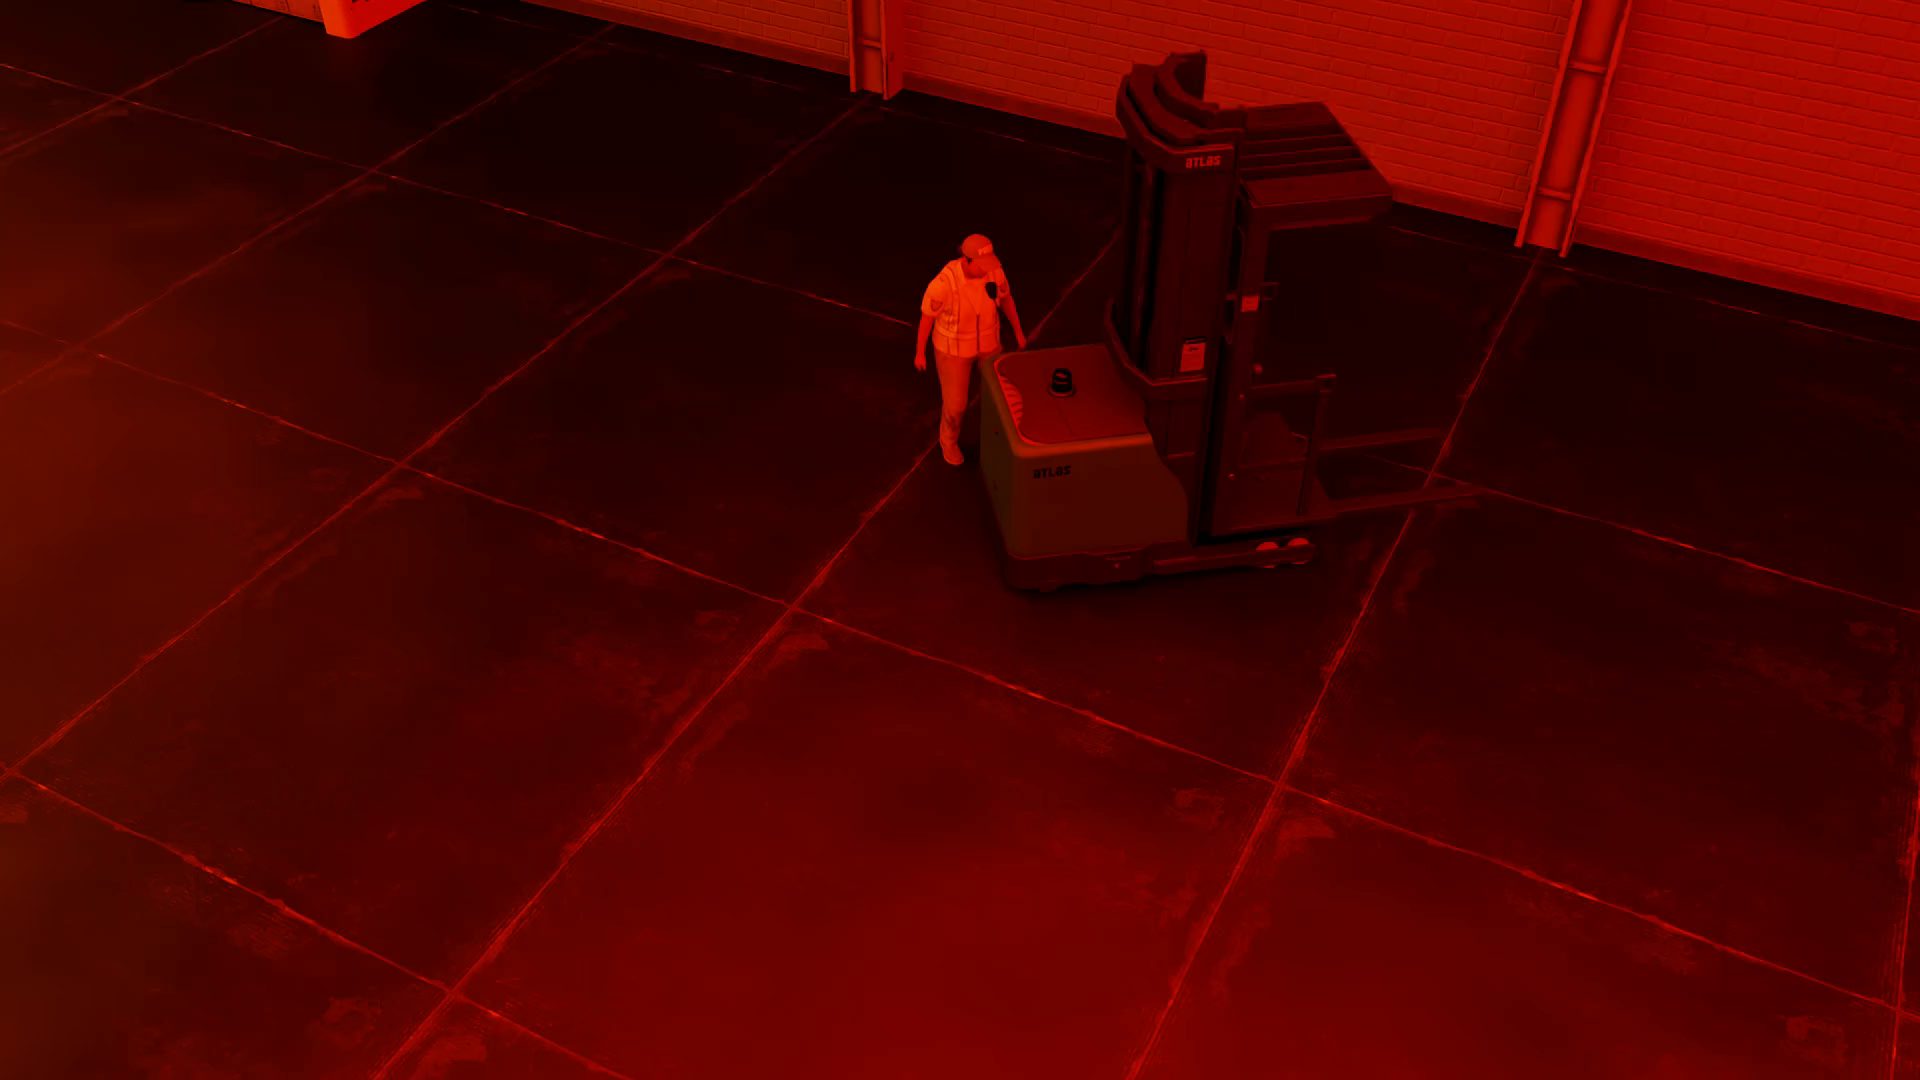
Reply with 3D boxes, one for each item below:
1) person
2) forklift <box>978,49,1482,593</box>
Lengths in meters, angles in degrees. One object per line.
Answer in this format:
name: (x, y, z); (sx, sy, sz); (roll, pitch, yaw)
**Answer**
person: (0.103, -1.214, 10.438); (0.778, 1.640, 0.459); (-17, 43, -19)
forklift: (1.680, -1.277, 9.502); (3.031, 2.935, 1.130); (-7, 41, -8)
